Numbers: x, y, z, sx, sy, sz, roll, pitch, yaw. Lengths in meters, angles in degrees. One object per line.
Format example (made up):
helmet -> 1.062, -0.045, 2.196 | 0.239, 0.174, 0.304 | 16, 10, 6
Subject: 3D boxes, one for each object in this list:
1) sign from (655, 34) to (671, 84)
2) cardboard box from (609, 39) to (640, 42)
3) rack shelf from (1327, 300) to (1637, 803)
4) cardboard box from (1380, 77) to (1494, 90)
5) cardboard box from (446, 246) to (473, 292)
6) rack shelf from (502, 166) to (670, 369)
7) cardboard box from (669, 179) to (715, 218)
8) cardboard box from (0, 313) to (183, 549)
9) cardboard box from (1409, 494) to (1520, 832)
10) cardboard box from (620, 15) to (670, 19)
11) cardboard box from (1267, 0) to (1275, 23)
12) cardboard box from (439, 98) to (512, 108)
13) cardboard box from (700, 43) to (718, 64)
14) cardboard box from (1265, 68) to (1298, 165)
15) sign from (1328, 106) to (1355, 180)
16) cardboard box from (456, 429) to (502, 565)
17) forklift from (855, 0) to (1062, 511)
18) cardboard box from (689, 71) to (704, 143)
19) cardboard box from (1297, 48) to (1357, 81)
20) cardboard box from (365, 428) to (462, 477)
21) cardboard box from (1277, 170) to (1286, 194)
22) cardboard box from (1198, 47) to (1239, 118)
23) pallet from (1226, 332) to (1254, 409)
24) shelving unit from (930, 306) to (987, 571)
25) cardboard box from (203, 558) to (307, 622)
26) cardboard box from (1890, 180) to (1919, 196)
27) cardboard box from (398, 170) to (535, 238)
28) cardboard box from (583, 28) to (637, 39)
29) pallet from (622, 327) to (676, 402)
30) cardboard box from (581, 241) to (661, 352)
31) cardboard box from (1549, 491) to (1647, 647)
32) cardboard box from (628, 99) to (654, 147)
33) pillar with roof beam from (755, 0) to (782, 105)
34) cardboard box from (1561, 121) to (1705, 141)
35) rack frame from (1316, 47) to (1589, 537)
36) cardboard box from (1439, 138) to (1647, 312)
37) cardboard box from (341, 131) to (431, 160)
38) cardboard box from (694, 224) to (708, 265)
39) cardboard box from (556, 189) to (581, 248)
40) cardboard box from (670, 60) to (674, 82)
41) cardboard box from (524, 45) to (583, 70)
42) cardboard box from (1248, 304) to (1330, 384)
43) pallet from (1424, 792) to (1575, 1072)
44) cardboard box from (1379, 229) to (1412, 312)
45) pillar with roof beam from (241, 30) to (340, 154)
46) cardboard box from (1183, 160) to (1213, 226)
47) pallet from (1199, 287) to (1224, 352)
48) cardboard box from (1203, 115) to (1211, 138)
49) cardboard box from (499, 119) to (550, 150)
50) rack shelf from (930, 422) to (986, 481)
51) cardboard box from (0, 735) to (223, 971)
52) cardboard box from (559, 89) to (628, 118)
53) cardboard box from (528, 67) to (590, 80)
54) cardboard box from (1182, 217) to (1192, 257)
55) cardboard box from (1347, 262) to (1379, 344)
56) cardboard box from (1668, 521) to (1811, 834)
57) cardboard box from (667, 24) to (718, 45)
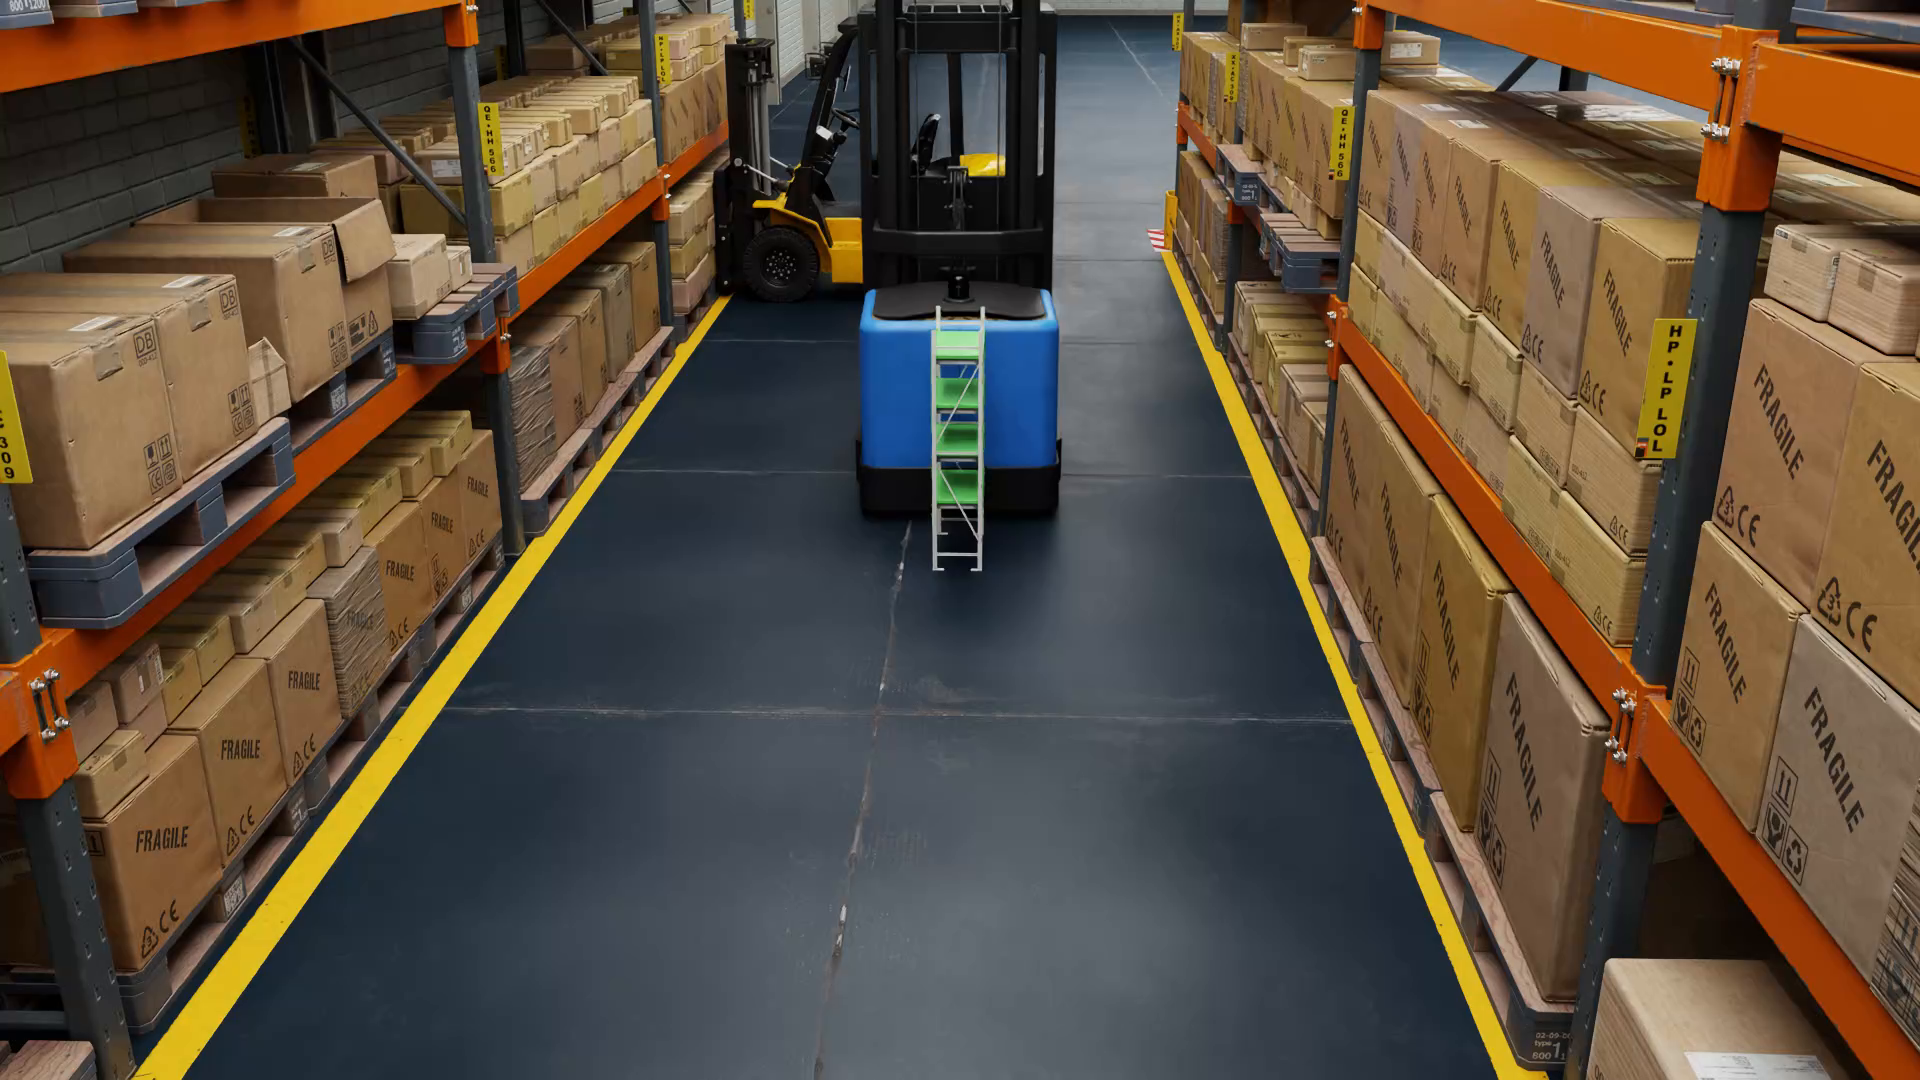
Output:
sign -> -2.031, -3.282, 11.349 | 0.100, 0.325, 0.005 | 1, 21, 2
cardboard box -> -2.351, -3.569, 12.134 | 0.380, 0.149, 0.250 | 0, 21, 1
rack shelf -> 2.206, -0.223, 5.952 | 1.077, 0.370, 4.000 | 1, 21, 2
cardboard box -> 2.530, -2.204, 8.931 | 0.500, 0.500, 0.500 | 1, 21, 3
cardboard box -> -2.331, -1.172, 7.169 | 0.380, 0.149, 0.250 | 1, 21, 3
rack shelf -> -2.634, -1.723, 9.817 | 1.077, 0.370, 4.000 | 1, 21, 2
cardboard box -> -2.216, -2.698, 13.173 | 0.500, 0.250, 0.500 | 1, 21, 3
cardboard box -> -2.578, -0.304, 4.446 | 0.700, 0.500, 0.500 | 1, 21, 3
cardboard box -> 2.104, 0.408, 5.689 | 0.875, 0.875, 0.875 | 1, 21, 3
cardboard box -> -2.746, -4.501, 14.536 | 0.380, 0.149, 0.250 | 1, 21, 3
cardboard box -> 2.698, -3.902, 12.507 | 0.700, 0.500, 0.500 | 0, 21, 0
cardboard box -> -2.890, -2.545, 9.907 | 0.380, 0.149, 0.250 | 0, 21, 1
cardboard box -> -2.197, -3.984, 13.615 | 0.380, 0.149, 0.250 | 1, 21, 2
cardboard box -> 2.039, -2.397, 9.430 | 0.500, 0.500, 0.500 | 0, 21, -1
sign -> 1.724, -1.787, 7.497 | 0.100, 0.325, 0.005 | 1, 21, 2
cardboard box -> -2.493, -0.210, 7.799 | 0.500, 0.500, 0.500 | 1, 21, 3
forklift -> -0.017, -1.999, 9.628 | 1.130, 2.935, 3.031 | 0, 21, -1
cardboard box -> -2.285, -3.357, 12.896 | 0.500, 0.500, 0.500 | 0, 21, 1
cardboard box -> 2.034, -2.560, 8.953 | 0.380, 0.149, 0.250 | 0, 21, -1
cardboard box -> -2.434, -0.387, 7.359 | 0.380, 0.149, 0.250 | 0, 21, -1
cardboard box -> 2.009, -2.043, 9.413 | 0.380, 0.149, 0.250 | 0, 21, 0
cardboard box -> 2.184, -3.636, 13.203 | 0.500, 0.500, 0.500 | 0, 21, 1
pallet -> 2.366, -1.147, 11.192 | 1.003, 0.211, 1.213 | 1, 21, 2
shelving unit -> -0.005, -0.500, 8.158 | 0.258, 1.200, 0.503 | 1, 21, 2
cardboard box -> -2.563, 0.179, 5.900 | 0.380, 0.149, 0.250 | 1, 21, 4
cardboard box -> 7.428, -2.142, 12.259 | 0.875, 0.875, 0.875 | 1, 21, 2
cardboard box -> -2.412, -1.656, 8.166 | 0.500, 0.250, 0.500 | 1, 21, 2
cardboard box -> -2.755, -3.942, 13.095 | 0.380, 0.149, 0.250 | 1, 21, 3
pallet -> -2.557, -1.215, 11.367 | 1.003, 0.211, 1.213 | 1, 21, 2
cardboard box -> -2.578, -1.681, 11.417 | 0.875, 0.625, 0.625 | 2, 21, 4
cardboard box -> 1.907, 0.069, 4.411 | 0.500, 0.250, 0.500 | 0, 21, 0
cardboard box -> -2.333, -2.764, 11.022 | 0.500, 0.250, 0.500 | 0, 21, 0
pillar with roof beam -> 1.294, -11.074, 24.629 | 9.100, 9.000, 0.400 | 1, 21, 2
cardboard box -> 2.483, -1.240, 6.057 | 0.500, 0.500, 0.500 | 1, 21, 2
rack frame -> 2.267, -1.282, 7.686 | 1.000, 3.000, 0.127 | 1, 21, 2
cardboard box -> 1.952, -1.070, 5.620 | 0.500, 0.500, 0.500 | 1, 21, 2
cardboard box -> -2.922, -1.993, 8.483 | 0.380, 0.149, 0.250 | 1, 21, 2
cardboard box -> -2.237, -2.282, 12.793 | 0.500, 0.250, 0.500 | 1, 21, 1
cardboard box -> -2.408, -1.791, 9.205 | 0.500, 0.250, 0.500 | 0, 21, 0
cardboard box -> -2.314, -3.431, 12.189 | 0.380, 0.149, 0.250 | 1, 21, 2
cardboard box -> -2.866, -3.388, 11.667 | 0.380, 0.149, 0.250 | 1, 21, 2
cardboard box -> 2.356, -1.249, 10.654 | 0.950, 0.372, 0.625 | 2, 21, 5
pallet -> 2.093, 1.185, 5.184 | 1.003, 0.211, 1.213 | 1, 21, 2
cardboard box -> 1.988, -1.078, 6.676 | 0.500, 0.250, 0.500 | 1, 21, 3
pillar with roof beam -> 0.747, -4.566, 7.856 | 9.100, 9.000, 0.400 | 1, 21, 2
cardboard box -> 2.197, -2.951, 14.173 | 0.500, 0.500, 0.500 | 0, 21, 0
pallet -> 2.373, -1.671, 12.544 | 1.003, 0.211, 1.213 | 1, 21, 2
cardboard box -> 2.130, -3.283, 13.192 | 0.380, 0.149, 0.250 | 1, 21, 2
cardboard box -> -2.429, -2.172, 8.944 | 0.380, 0.149, 0.250 | 1, 21, 2
rack shelf -> -0.005, -0.440, 8.181 | 0.258, 0.148, 0.480 | 1, 21, 2
cardboard box -> -2.577, 0.908, 4.916 | 0.500, 0.500, 0.500 | 2, 21, 4
cardboard box -> -2.287, -2.726, 10.374 | 0.380, 0.149, 0.250 | 0, 21, 0
cardboard box -> -2.820, -3.249, 11.722 | 0.380, 0.149, 0.250 | 1, 21, 1
cardboard box -> 2.186, -2.615, 14.343 | 0.500, 0.250, 0.500 | 1, 21, 4
cardboard box -> 2.000, -1.038, 7.264 | 0.500, 0.250, 0.500 | 0, 21, 1
cardboard box -> 1.869, 0.285, 3.510 | 0.500, 0.500, 0.500 | 1, 21, 3
cardboard box -> -2.190, -4.121, 13.557 | 0.380, 0.149, 0.250 | 1, 21, 3
